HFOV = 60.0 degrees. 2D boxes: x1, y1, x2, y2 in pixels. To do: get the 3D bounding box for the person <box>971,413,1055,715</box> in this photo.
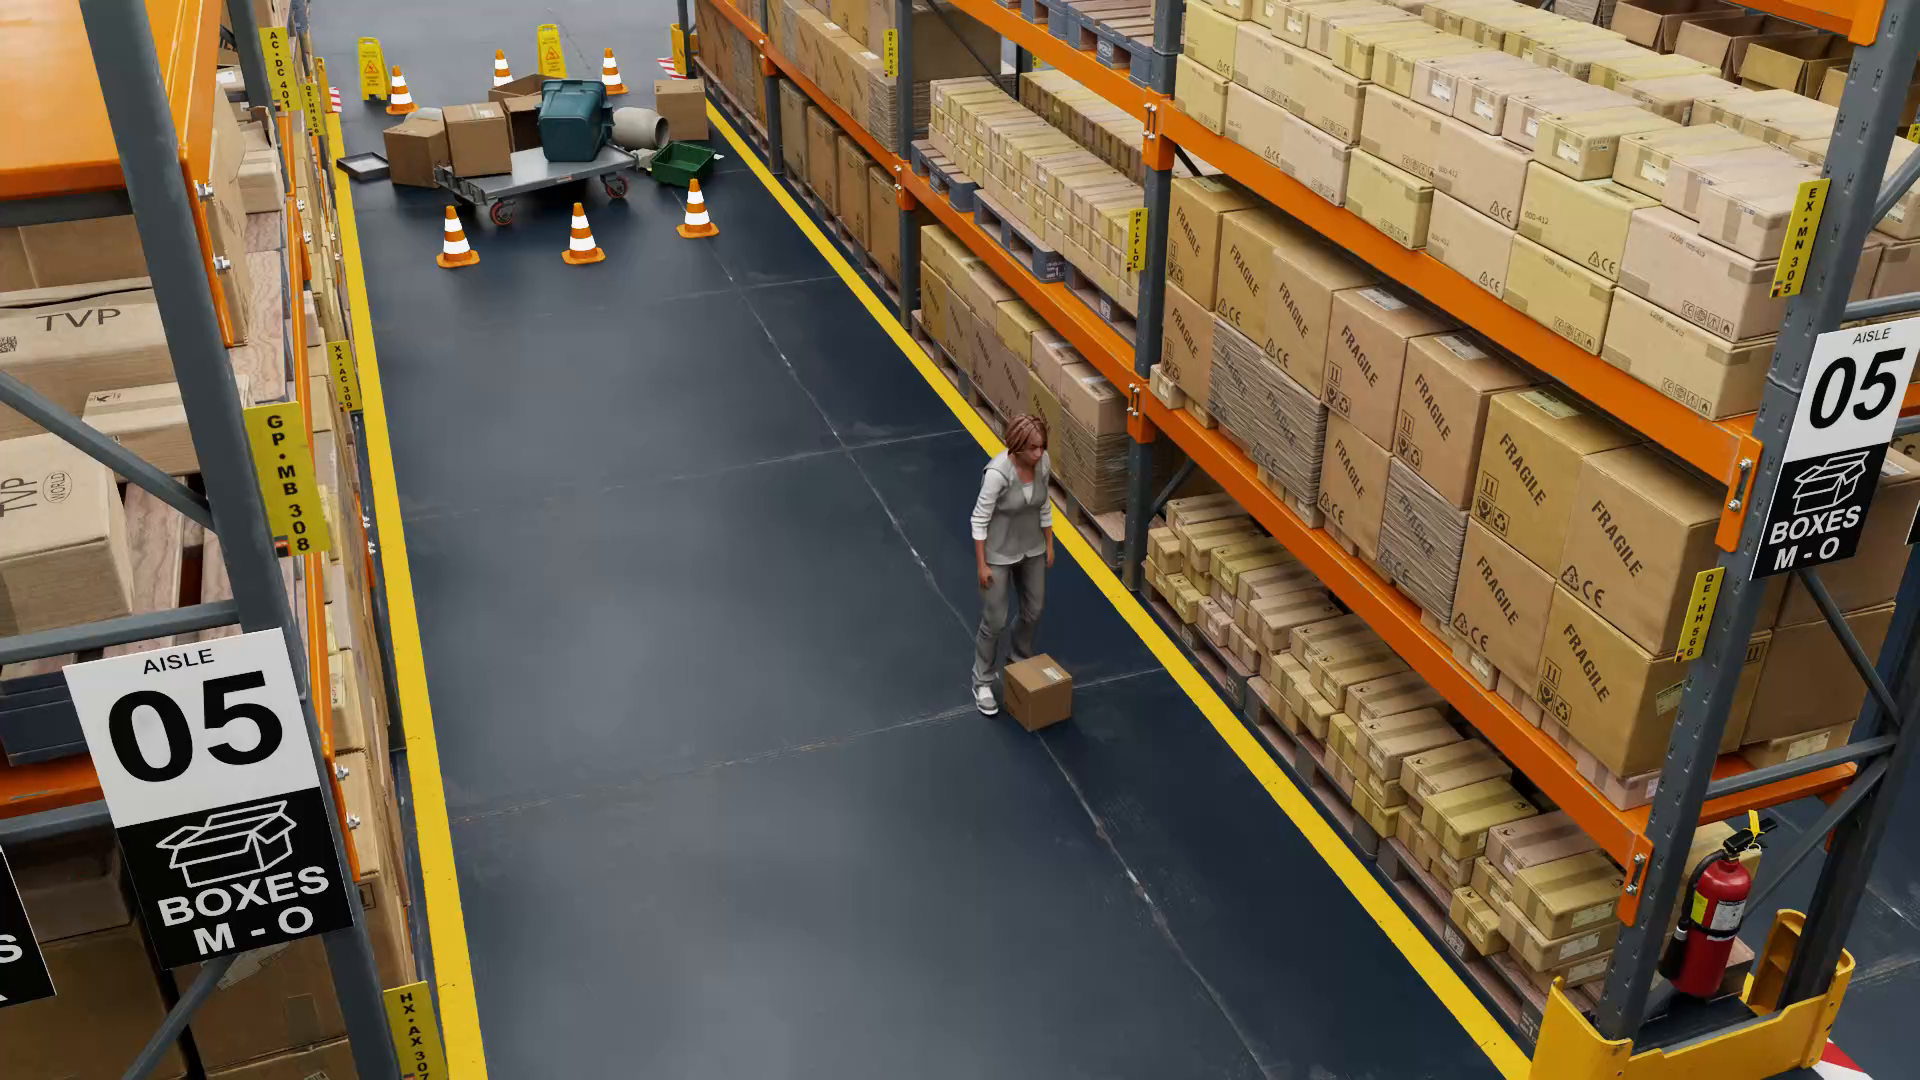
[{"bbox_3d":[0.261,0.086,8.196,0.485,1.592,0.347,-18,35,-28],"label":"person"}]
